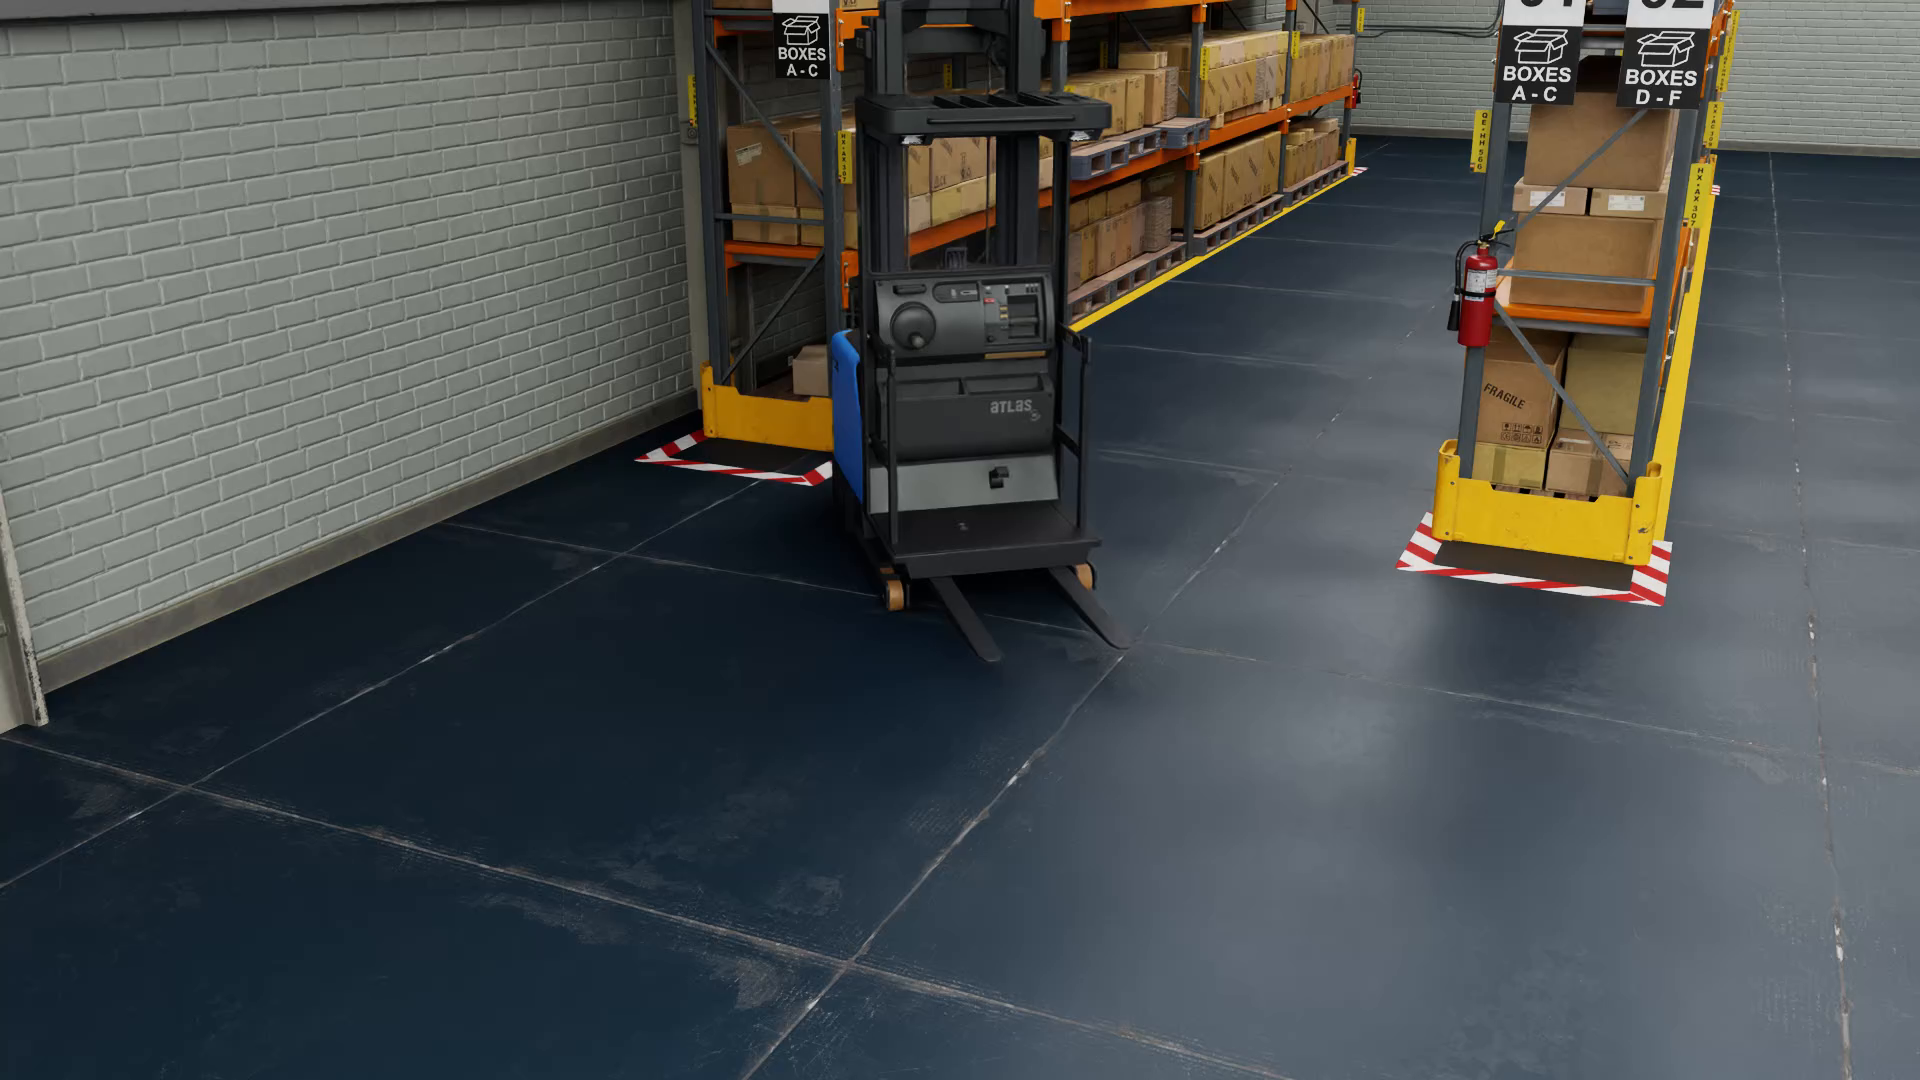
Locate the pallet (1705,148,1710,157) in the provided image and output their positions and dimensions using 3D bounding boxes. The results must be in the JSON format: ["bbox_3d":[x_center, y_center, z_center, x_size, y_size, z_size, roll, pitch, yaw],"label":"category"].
[{"bbox_3d":[6.785,-3.978,16.464,1.213,0.211,1.003,9,21,23],"label":"pallet"}]

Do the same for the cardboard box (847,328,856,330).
[{"bbox_3d":[-0.626,-1.398,12.281,0.500,0.311,0.500,11,22,27],"label":"cardboard box"}]

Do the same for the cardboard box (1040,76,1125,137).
[{"bbox_3d":[1.129,-4.088,15.681,0.700,0.500,0.500,12,23,30],"label":"cardboard box"}]

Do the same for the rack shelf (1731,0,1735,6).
[{"bbox_3d":[9.029,-6.760,20.598,1.077,0.370,4.000,9,21,23],"label":"rack shelf"}]

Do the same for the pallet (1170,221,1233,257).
[{"bbox_3d":[2.442,-3.447,18.846,1.003,0.211,1.213,9,21,23],"label":"pallet"}]

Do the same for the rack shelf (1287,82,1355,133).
[{"bbox_3d":[4.508,-6.025,23.008,1.077,0.370,4.000,9,21,23],"label":"rack shelf"}]

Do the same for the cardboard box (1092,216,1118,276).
[{"bbox_3d":[1.111,-2.879,16.163,0.700,0.500,0.500,9,21,23],"label":"cardboard box"}]

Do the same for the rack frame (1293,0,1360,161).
[{"bbox_3d":[5.327,-6.976,24.607,1.000,3.000,0.127,9,21,23],"label":"rack frame"}]

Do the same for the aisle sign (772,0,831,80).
[{"bbox_3d":[-0.981,-3.246,10.240,0.394,0.787,0.004,9,21,23],"label":"aisle sign"}]

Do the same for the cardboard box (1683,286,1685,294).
[{"bbox_3d":[6.371,-2.402,15.222,0.500,0.250,0.500,8,21,22],"label":"cardboard box"}]

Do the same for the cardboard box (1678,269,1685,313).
[{"bbox_3d":[5.540,-2.040,13.368,0.500,0.311,0.500,8,21,22],"label":"cardboard box"}]

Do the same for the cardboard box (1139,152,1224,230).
[{"bbox_3d":[2.472,-3.922,18.602,0.750,0.750,0.750,8,21,22],"label":"cardboard box"}]

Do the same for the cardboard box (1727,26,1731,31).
[{"bbox_3d":[8.870,-5.856,19.816,0.500,0.500,0.500,8,21,21],"label":"cardboard box"}]

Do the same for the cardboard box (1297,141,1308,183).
[{"bbox_3d":[4.297,-5.141,22.551,0.700,0.500,0.500,8,21,22],"label":"cardboard box"}]

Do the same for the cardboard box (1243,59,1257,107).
[{"bbox_3d":[3.116,-5.311,19.302,0.500,0.500,0.500,9,22,24],"label":"cardboard box"}]

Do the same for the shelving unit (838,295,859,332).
[{"bbox_3d":[-0.591,-0.873,10.122,0.258,1.200,0.189,8,19,20],"label":"shelving unit"}]

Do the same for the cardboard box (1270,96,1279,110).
[{"bbox_3d":[3.727,-5.421,20.581,0.380,0.149,0.250,9,21,24],"label":"cardboard box"}]

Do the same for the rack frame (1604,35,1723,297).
[{"bbox_3d":[6.572,-3.852,15.822,1.000,3.000,0.127,9,21,23],"label":"rack frame"}]

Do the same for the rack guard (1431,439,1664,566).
[{"bbox_3d":[3.286,-0.221,9.344,1.175,0.500,0.348,9,21,23],"label":"rack guard"}]

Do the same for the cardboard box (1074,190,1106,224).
[{"bbox_3d":[1.086,-3.212,15.979,0.500,0.250,0.500,8,21,21],"label":"cardboard box"}]

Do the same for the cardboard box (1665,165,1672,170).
[{"bbox_3d":[4.074,-2.165,9.962,0.380,0.149,0.250,8,21,21],"label":"cardboard box"}]

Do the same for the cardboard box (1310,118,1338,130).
[{"bbox_3d":[5.245,-6.009,24.026,0.380,0.149,0.250,8,21,22],"label":"cardboard box"}]

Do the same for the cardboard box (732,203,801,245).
[{"bbox_3d":[-1.211,-2.193,11.352,0.500,0.250,0.500,9,21,23],"label":"cardboard box"}]

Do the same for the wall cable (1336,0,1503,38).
[{"bbox_3d":[7.969,-10.019,28.846,3.097,2.526,0.112,9,21,23],"label":"wall cable"}]

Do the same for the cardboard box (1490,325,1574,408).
[{"bbox_3d":[3.640,-1.174,10.651,0.500,0.500,0.500,9,21,23],"label":"cardboard box"}]

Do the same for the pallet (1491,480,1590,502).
[{"bbox_3d":[3.571,-0.332,10.086,1.003,0.211,1.213,9,21,23],"label":"pallet"}]

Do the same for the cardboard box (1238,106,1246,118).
[{"bbox_3d":[3.129,-5.040,19.508,0.380,0.149,0.250,9,22,24],"label":"cardboard box"}]

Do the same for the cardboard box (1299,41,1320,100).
[{"bbox_3d":[4.230,-6.280,22.204,0.980,0.700,0.700,8,21,21],"label":"cardboard box"}]

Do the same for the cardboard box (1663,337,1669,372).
[{"bbox_3d":[4.943,-1.359,12.291,0.500,0.250,0.500,9,21,23],"label":"cardboard box"}]

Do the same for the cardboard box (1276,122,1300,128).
[{"bbox_3d":[4.587,-5.830,23.521,0.380,0.149,0.250,9,21,23],"label":"cardboard box"}]

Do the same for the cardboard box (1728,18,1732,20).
[{"bbox_3d":[9.916,-6.642,22.026,0.500,0.500,0.500,8,21,22],"label":"cardboard box"}]

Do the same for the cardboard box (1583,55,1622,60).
[{"bbox_3d":[4.758,-3.151,11.766,0.700,0.500,0.500,9,21,23],"label":"cardboard box"}]

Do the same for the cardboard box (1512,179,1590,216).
[{"bbox_3d":[3.278,-1.902,9.222,0.380,0.149,0.250,8,21,22],"label":"cardboard box"}]

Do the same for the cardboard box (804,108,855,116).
[{"bbox_3d":[-0.803,-2.861,12.112,0.500,0.500,0.500,8,21,21],"label":"cardboard box"}]

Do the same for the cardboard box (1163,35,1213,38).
[{"bbox_3d":[2.636,-5.724,19.346,0.500,0.250,0.500,8,21,21],"label":"cardboard box"}]

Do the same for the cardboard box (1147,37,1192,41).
[{"bbox_3d":[2.428,-5.569,18.908,0.500,0.250,0.500,8,21,21],"label":"cardboard box"}]

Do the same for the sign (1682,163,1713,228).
[{"bbox_3d":[3.800,-1.773,8.568,0.100,0.325,0.005,9,21,23],"label":"sign"}]

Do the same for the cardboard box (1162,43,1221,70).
[{"bbox_3d":[2.484,-5.192,17.850,0.500,0.250,0.500,9,22,24],"label":"cardboard box"}]

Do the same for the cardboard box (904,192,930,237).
[{"bbox_3d":[-0.536,-2.290,11.624,0.500,0.250,0.500,8,21,21],"label":"cardboard box"}]

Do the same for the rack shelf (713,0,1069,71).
[{"bbox_3d":[-0.406,-3.770,12.191,1.077,0.370,4.000,9,21,23],"label":"rack shelf"}]

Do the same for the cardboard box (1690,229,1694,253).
[{"bbox_3d":[6.582,-2.824,15.573,0.500,0.311,0.500,9,22,24],"label":"cardboard box"}]

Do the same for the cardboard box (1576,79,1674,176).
[{"bbox_3d":[3.731,-2.383,9.607,0.700,0.500,0.500,8,21,21],"label":"cardboard box"}]

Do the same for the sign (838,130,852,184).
[{"bbox_3d":[-0.730,-2.418,10.499,0.100,0.325,0.005,9,21,23],"label":"sign"}]

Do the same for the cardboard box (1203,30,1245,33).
[{"bbox_3d":[3.263,-6.198,20.678,0.500,0.250,0.500,9,22,24],"label":"cardboard box"}]

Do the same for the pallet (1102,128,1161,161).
[{"bbox_3d":[1.278,-3.829,16.045,1.003,0.211,1.213,9,21,23],"label":"pallet"}]

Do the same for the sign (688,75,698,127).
[{"bbox_3d":[-1.723,-2.861,10.838,0.100,0.325,0.005,9,21,23],"label":"sign"}]

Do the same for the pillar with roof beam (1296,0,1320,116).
[{"bbox_3d":[9.571,-10.156,24.595,9.100,9.000,0.400,9,21,23],"label":"pillar with roof beam"}]

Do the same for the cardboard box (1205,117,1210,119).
[{"bbox_3d":[2.508,-4.566,18.176,0.380,0.149,0.250,9,21,23],"label":"cardboard box"}]

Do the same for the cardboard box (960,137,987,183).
[{"bbox_3d":[-0.126,-2.948,12.355,0.500,0.500,0.500,9,22,24],"label":"cardboard box"}]

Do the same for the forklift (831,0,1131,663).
[{"bbox_3d":[0.083,-1.157,8.348,1.130,2.935,3.031,-5,20,-13],"label":"forklift"}]

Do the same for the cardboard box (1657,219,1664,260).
[{"bbox_3d":[4.130,-2.068,10.657,0.700,0.500,0.500,9,22,24],"label":"cardboard box"}]
